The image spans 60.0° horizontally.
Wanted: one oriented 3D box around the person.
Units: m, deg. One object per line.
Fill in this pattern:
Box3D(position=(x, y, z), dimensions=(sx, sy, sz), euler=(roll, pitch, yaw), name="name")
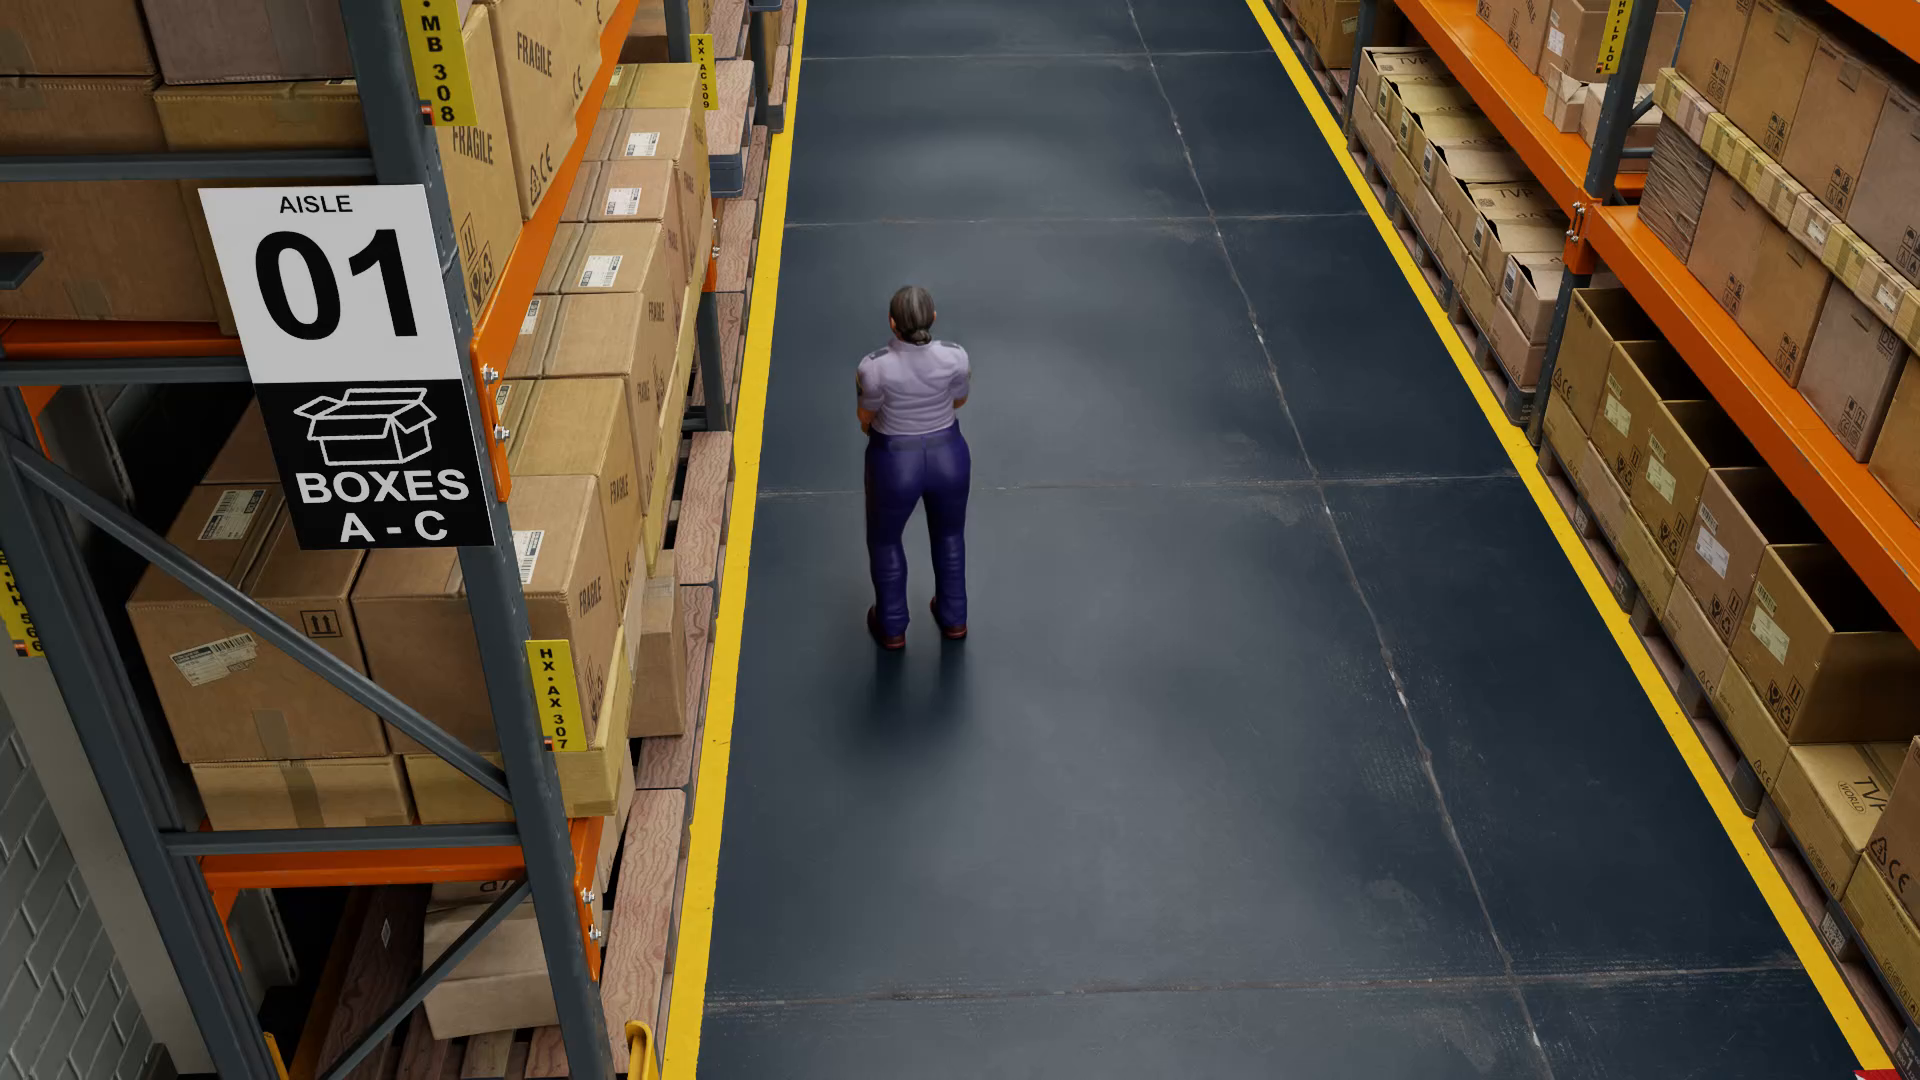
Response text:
Box3D(position=(-0.192, -0.363, 6.619), dimensions=(0.441, 1.569, 0.513), euler=(-9, 36, -13), name="person")
